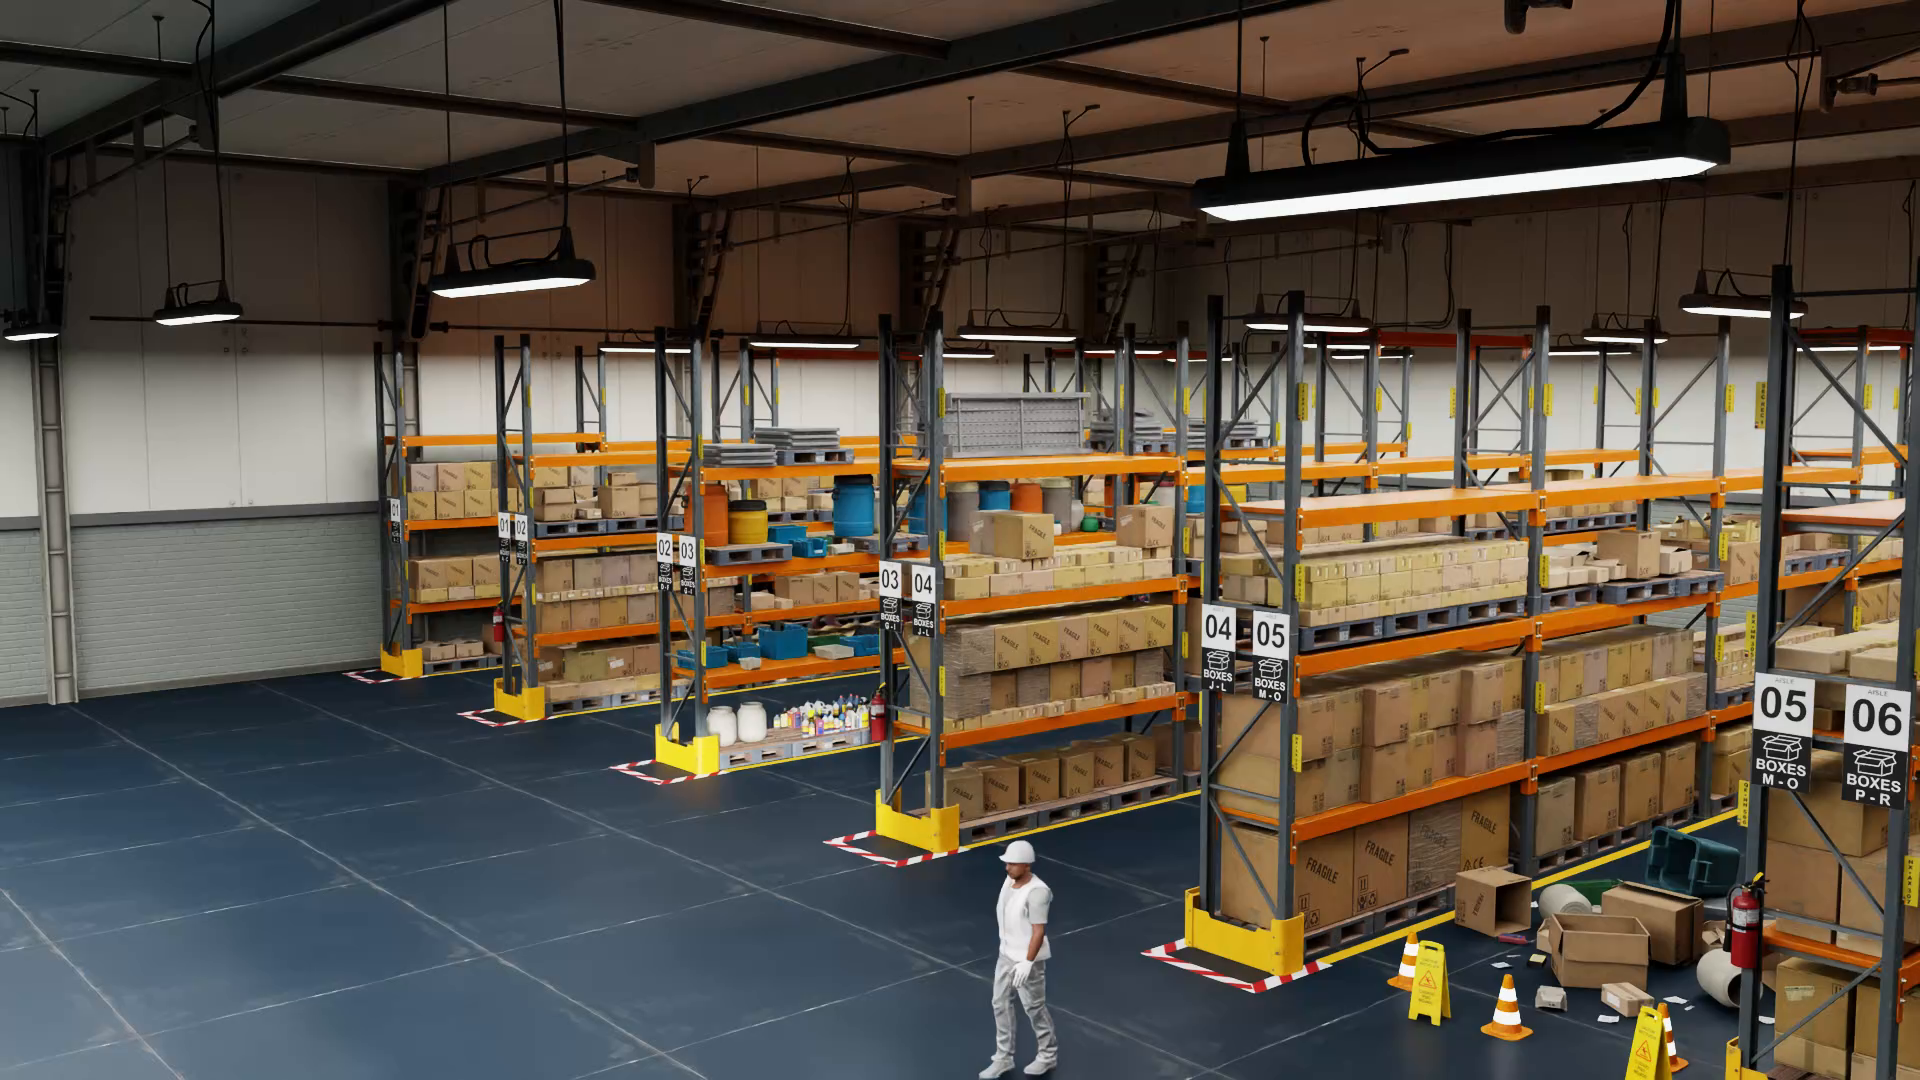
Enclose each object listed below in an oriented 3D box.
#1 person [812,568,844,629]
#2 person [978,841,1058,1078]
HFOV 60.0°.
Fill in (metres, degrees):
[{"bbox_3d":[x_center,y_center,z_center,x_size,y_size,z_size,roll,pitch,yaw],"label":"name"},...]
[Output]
[{"bbox_3d":[-2.648,1.306,33.405,0.948,1.623,0.456,-5,7,-44],"label":"person"},{"bbox_3d":[0.435,3.154,12.498,0.593,1.821,0.631,-3,6,-26],"label":"person"}]
